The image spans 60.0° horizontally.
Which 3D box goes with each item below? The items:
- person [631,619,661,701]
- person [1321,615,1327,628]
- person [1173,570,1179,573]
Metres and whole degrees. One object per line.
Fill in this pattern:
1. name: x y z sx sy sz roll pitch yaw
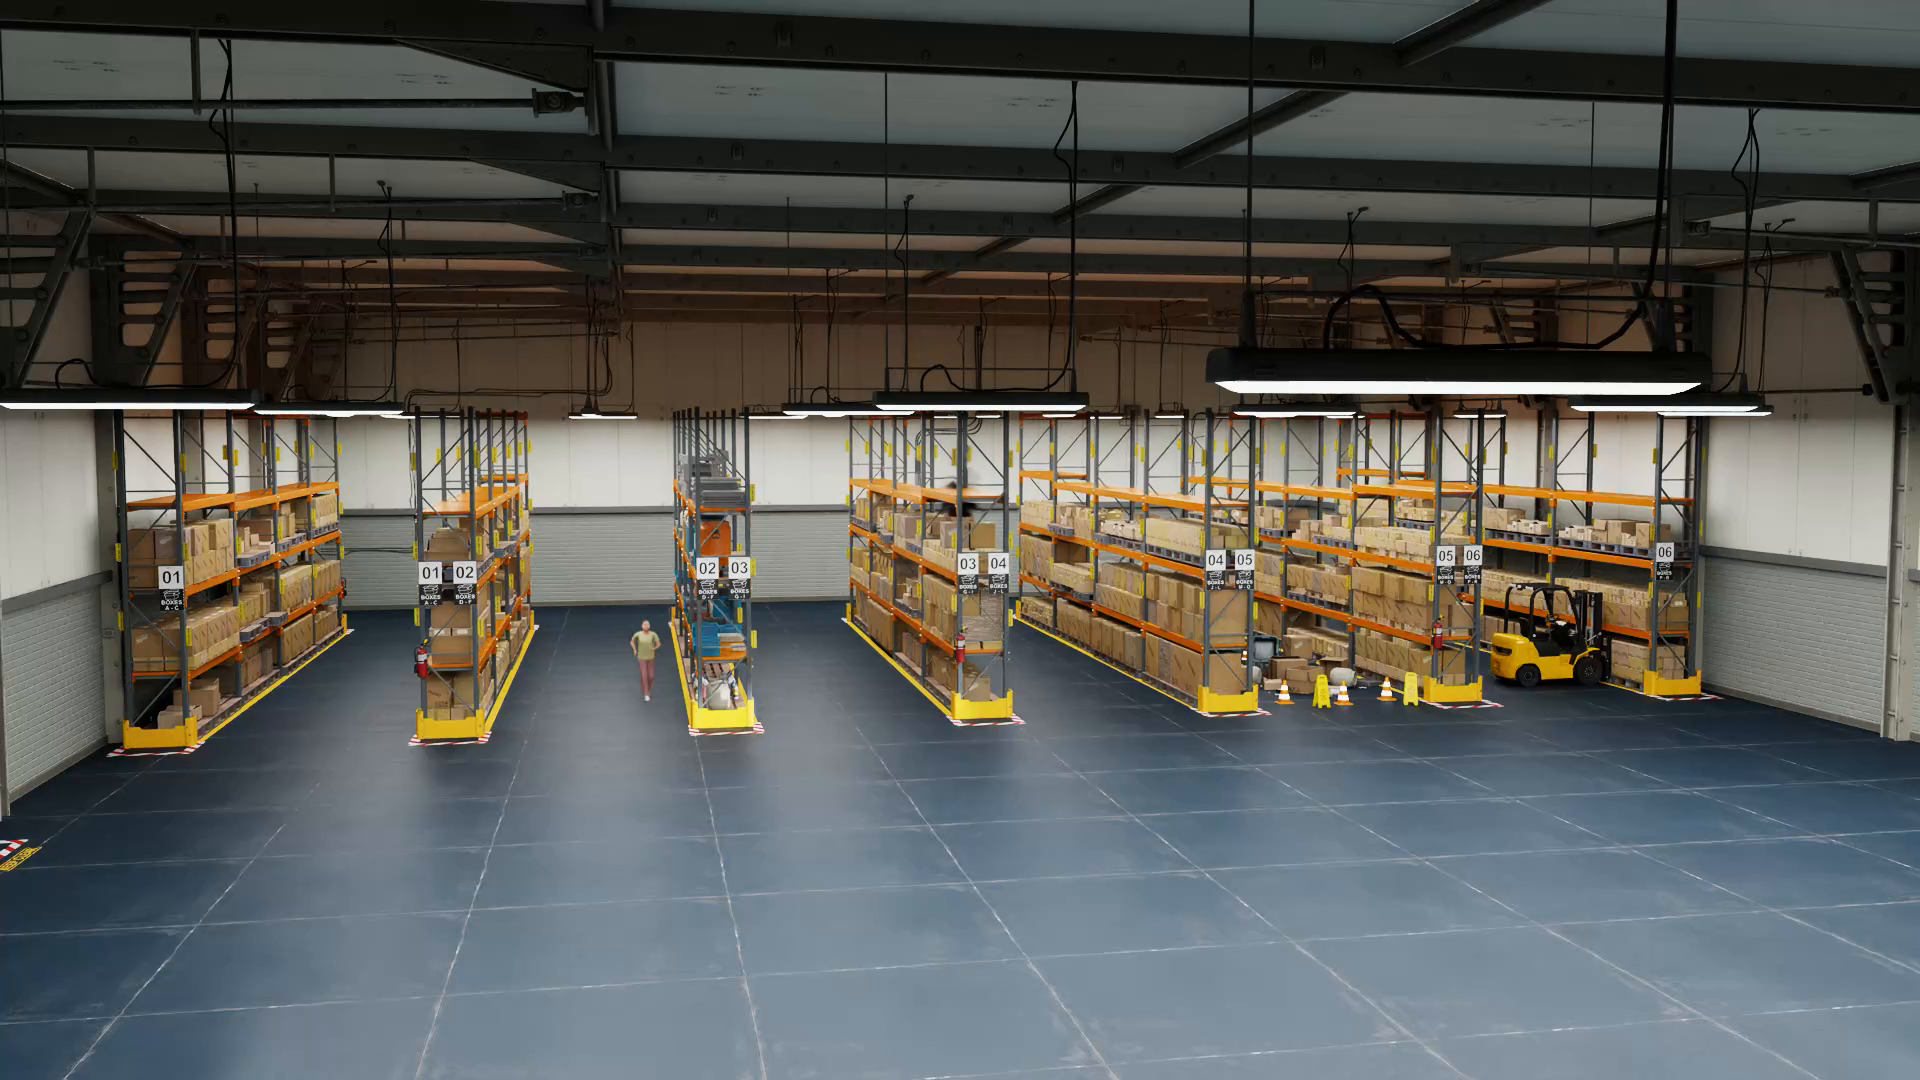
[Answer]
1. person: -6.471 2.450 34.299 0.597 1.656 0.803 -1 4 -18
2. person: 9.539 1.745 44.062 0.633 1.691 0.612 -1 4 -15
3. person: 6.877 1.242 50.976 0.696 1.790 0.708 0 4 1
